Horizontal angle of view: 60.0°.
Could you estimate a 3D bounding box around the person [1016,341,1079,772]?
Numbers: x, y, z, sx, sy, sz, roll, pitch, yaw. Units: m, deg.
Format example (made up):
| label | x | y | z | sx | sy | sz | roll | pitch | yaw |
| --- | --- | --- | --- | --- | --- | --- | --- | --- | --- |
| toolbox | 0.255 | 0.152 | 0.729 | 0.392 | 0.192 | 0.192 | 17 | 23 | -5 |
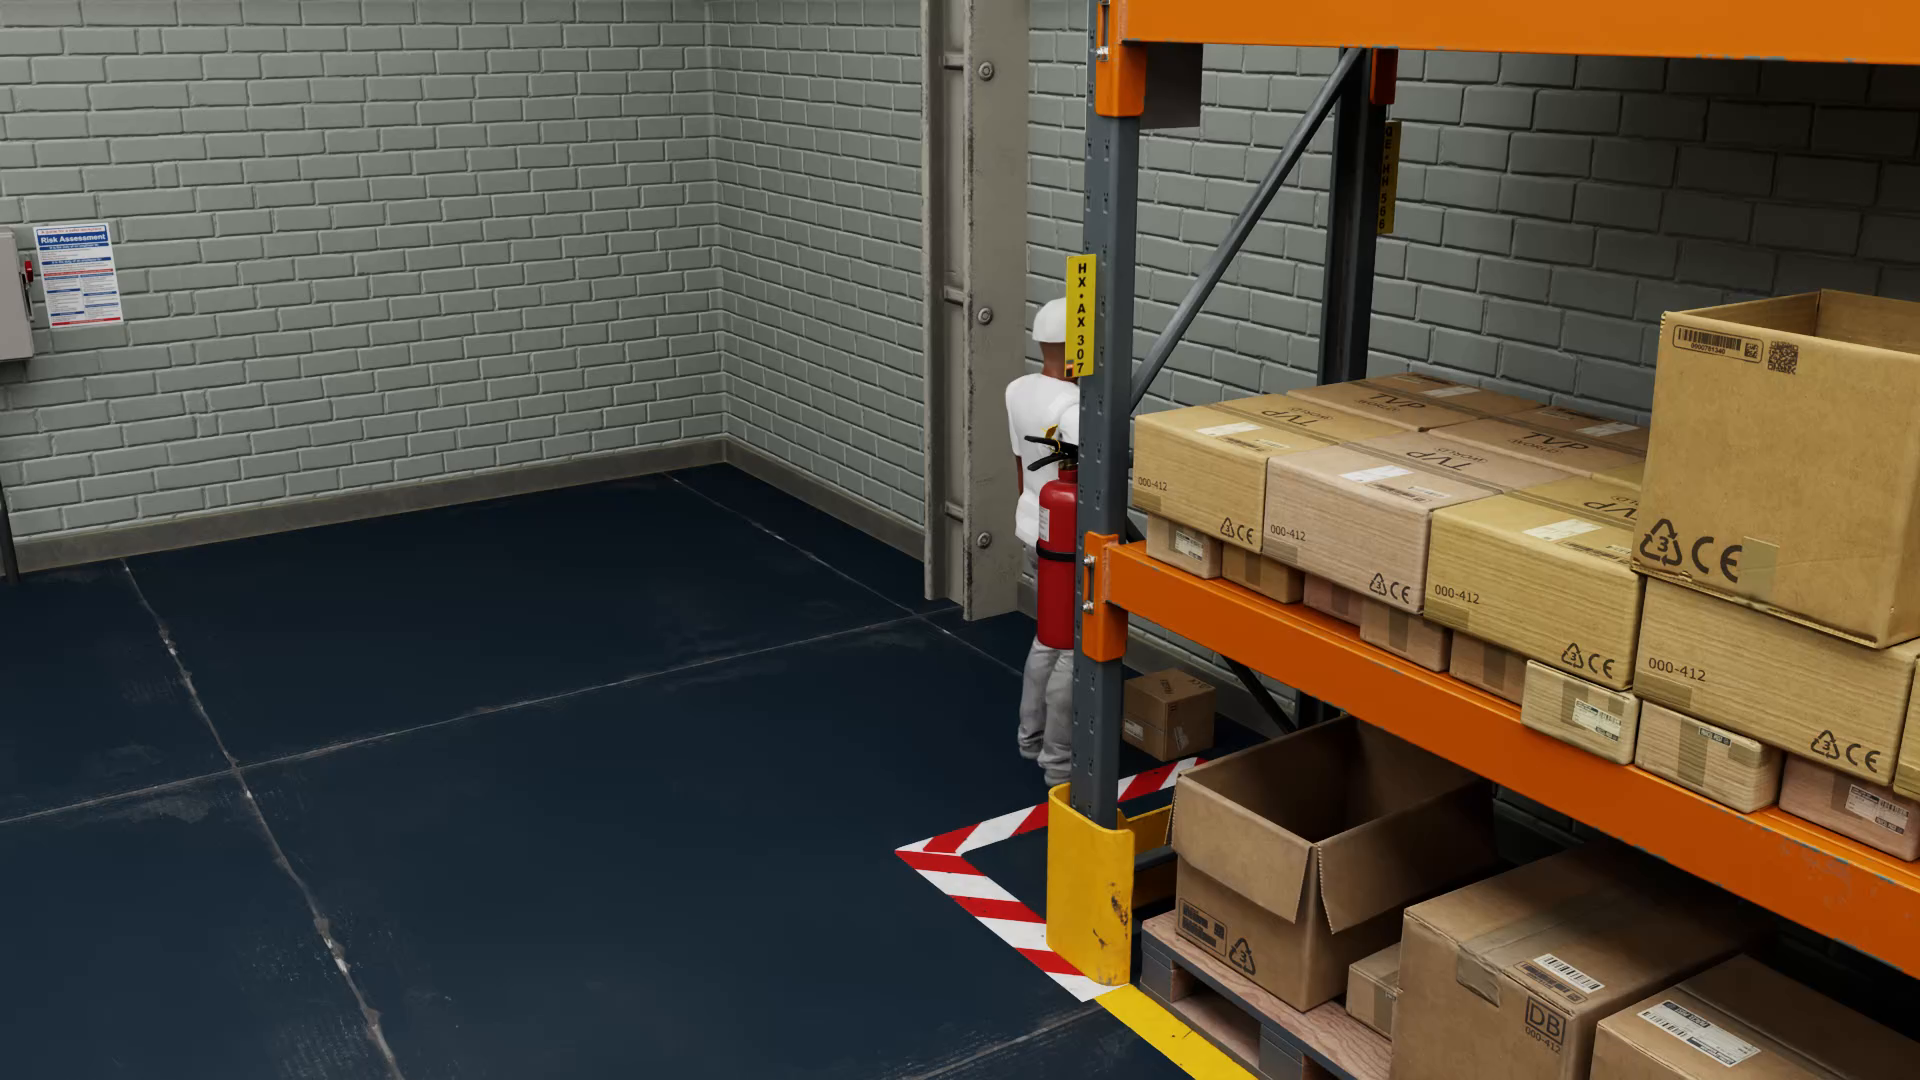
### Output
| label | x | y | z | sx | sy | sz | roll | pitch | yaw |
| --- | --- | --- | --- | --- | --- | --- | --- | --- | --- |
| person | 0.370 | -0.006 | 5.999 | 0.301 | 1.664 | 0.560 | -8 | 20 | -23 |
